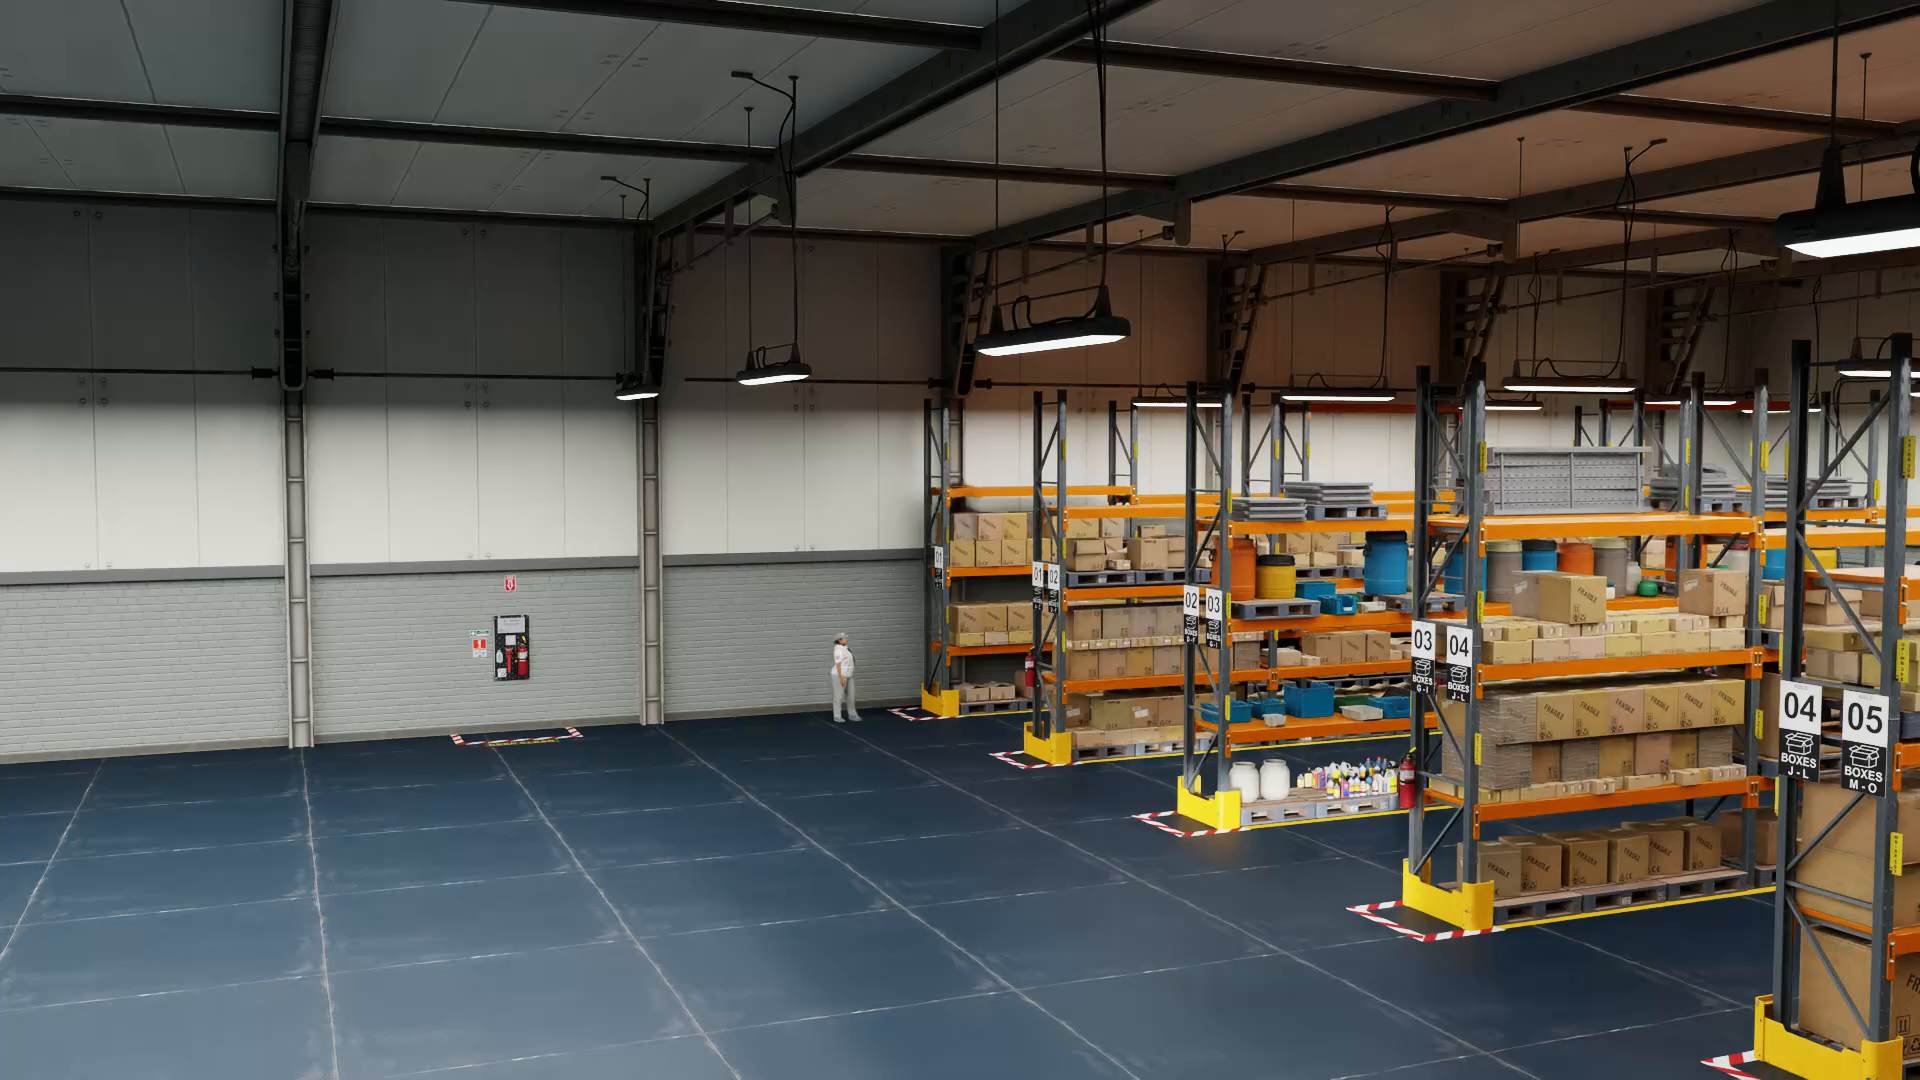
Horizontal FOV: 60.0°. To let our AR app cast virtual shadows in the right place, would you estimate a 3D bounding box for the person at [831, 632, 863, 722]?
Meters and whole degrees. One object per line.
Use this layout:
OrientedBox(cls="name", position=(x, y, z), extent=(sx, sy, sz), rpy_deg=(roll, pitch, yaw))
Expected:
OrientedBox(cls="person", position=(-2.114, 2.539, 30.758), extent=(0.490, 1.673, 0.590), rpy_deg=(1, 4, 23))
